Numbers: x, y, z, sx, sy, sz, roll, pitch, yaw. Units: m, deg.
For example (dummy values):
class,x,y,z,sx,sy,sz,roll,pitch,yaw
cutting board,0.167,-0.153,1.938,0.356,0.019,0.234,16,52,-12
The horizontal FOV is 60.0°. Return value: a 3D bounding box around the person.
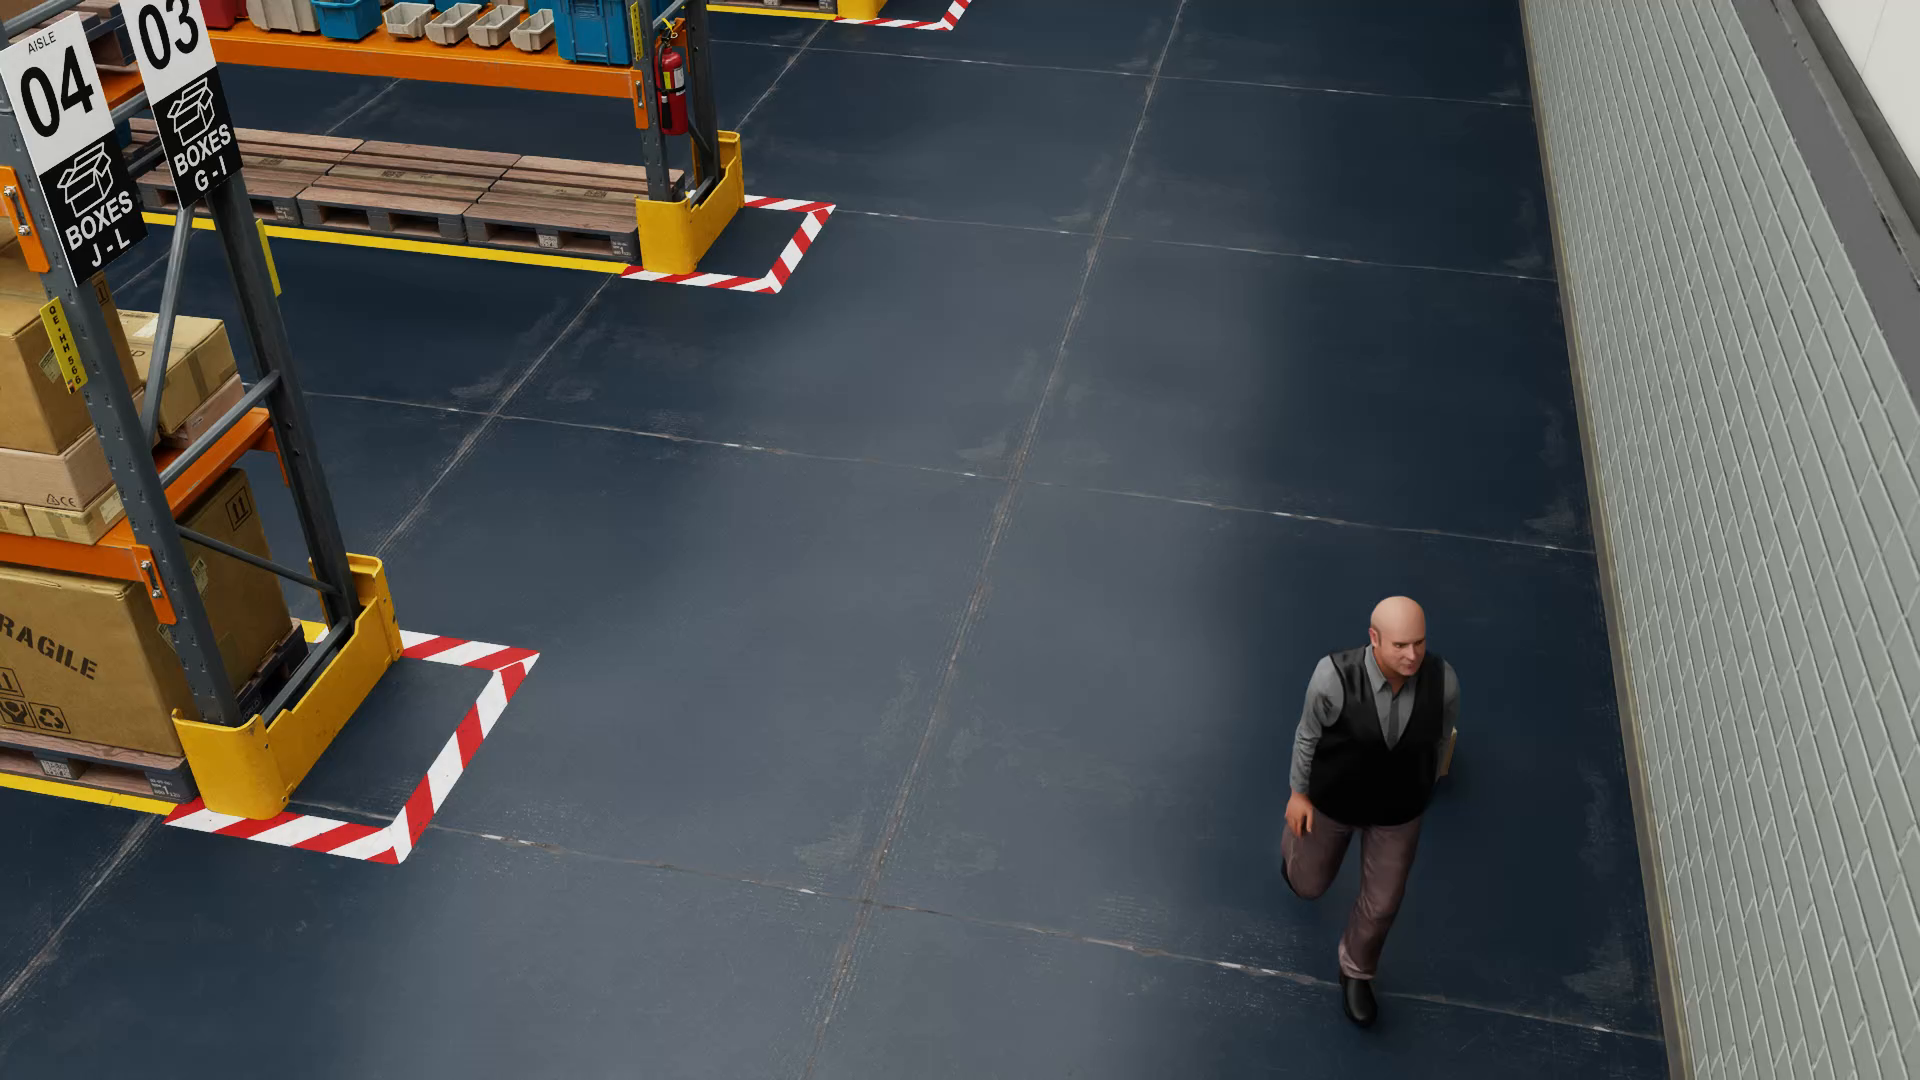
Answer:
class,x,y,z,sx,sy,sz,roll,pitch,yaw
person,1.403,0.859,5.804,0.536,1.702,0.796,1,36,2
